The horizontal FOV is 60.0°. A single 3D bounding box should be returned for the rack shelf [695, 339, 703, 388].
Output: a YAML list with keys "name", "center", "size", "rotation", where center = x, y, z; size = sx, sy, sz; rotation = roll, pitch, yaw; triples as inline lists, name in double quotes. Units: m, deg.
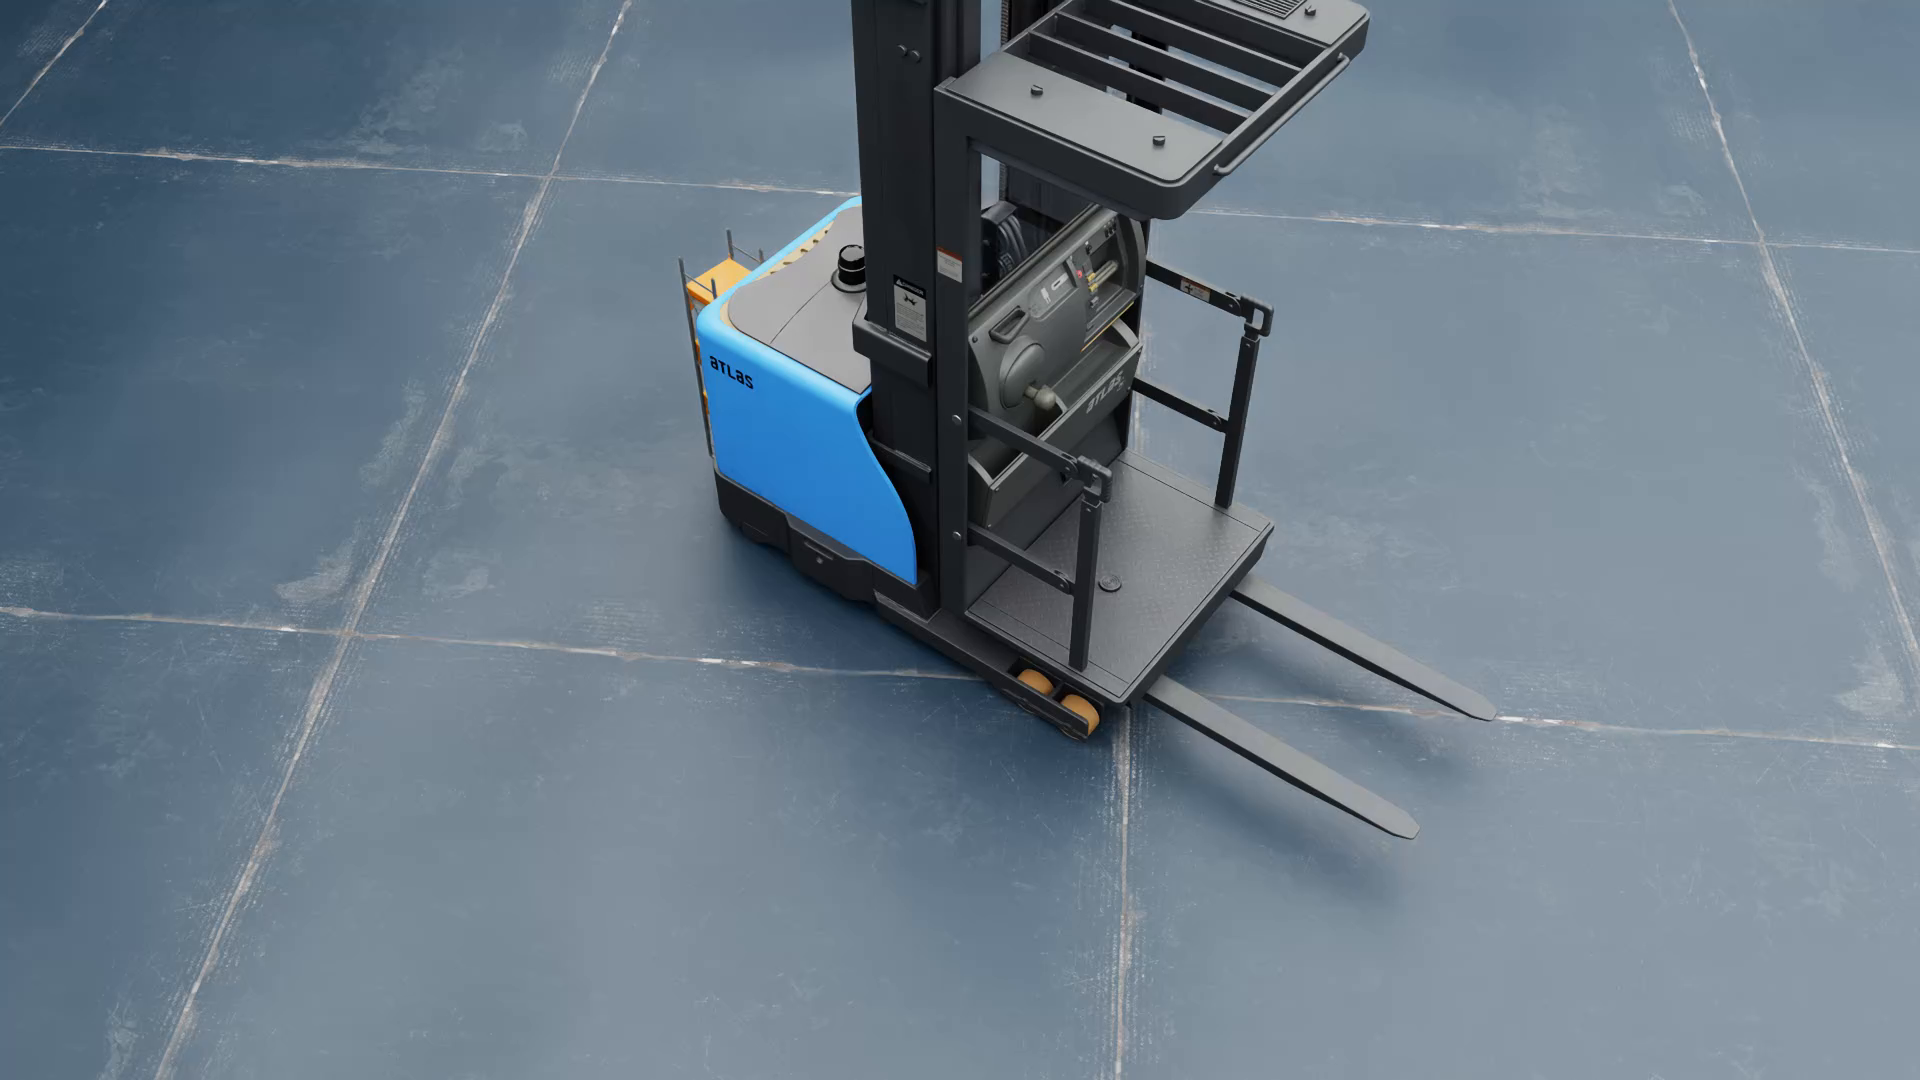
- name: "rack shelf"
  center: [-0.910, -0.728, 6.719]
  size: [0.215, 0.259, 0.240]
  rotation: [34, 56, 27]

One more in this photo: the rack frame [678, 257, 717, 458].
- name: "rack frame"
  center: [-0.993, -0.669, 6.650]
  size: [0.200, 1.050, 0.008]
  rotation: [34, 56, 27]

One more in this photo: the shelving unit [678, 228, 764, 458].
- name: "shelving unit"
  center: [-0.910, -0.735, 6.711]
  size: [0.215, 1.050, 0.252]
  rotation: [34, 56, 27]

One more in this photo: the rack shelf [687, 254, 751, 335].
- name: "rack shelf"
  center: [-0.910, -0.920, 6.509]
  size: [0.215, 0.259, 0.240]
  rotation: [34, 56, 27]

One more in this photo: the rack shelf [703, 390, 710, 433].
- name: "rack shelf"
  center: [-0.910, -0.541, 6.924]
  size: [0.215, 0.259, 0.240]
  rotation: [34, 56, 27]

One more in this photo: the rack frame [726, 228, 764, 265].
- name: "rack frame"
  center: [-0.828, -0.802, 6.772]
  size: [0.200, 1.050, 0.008]
  rotation: [34, 56, 27]

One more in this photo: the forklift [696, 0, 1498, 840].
- name: "forklift"
  center: [0.501, -0.710, 5.414]
  size: [3.031, 2.935, 1.130]
  rotation: [29, 54, 24]
